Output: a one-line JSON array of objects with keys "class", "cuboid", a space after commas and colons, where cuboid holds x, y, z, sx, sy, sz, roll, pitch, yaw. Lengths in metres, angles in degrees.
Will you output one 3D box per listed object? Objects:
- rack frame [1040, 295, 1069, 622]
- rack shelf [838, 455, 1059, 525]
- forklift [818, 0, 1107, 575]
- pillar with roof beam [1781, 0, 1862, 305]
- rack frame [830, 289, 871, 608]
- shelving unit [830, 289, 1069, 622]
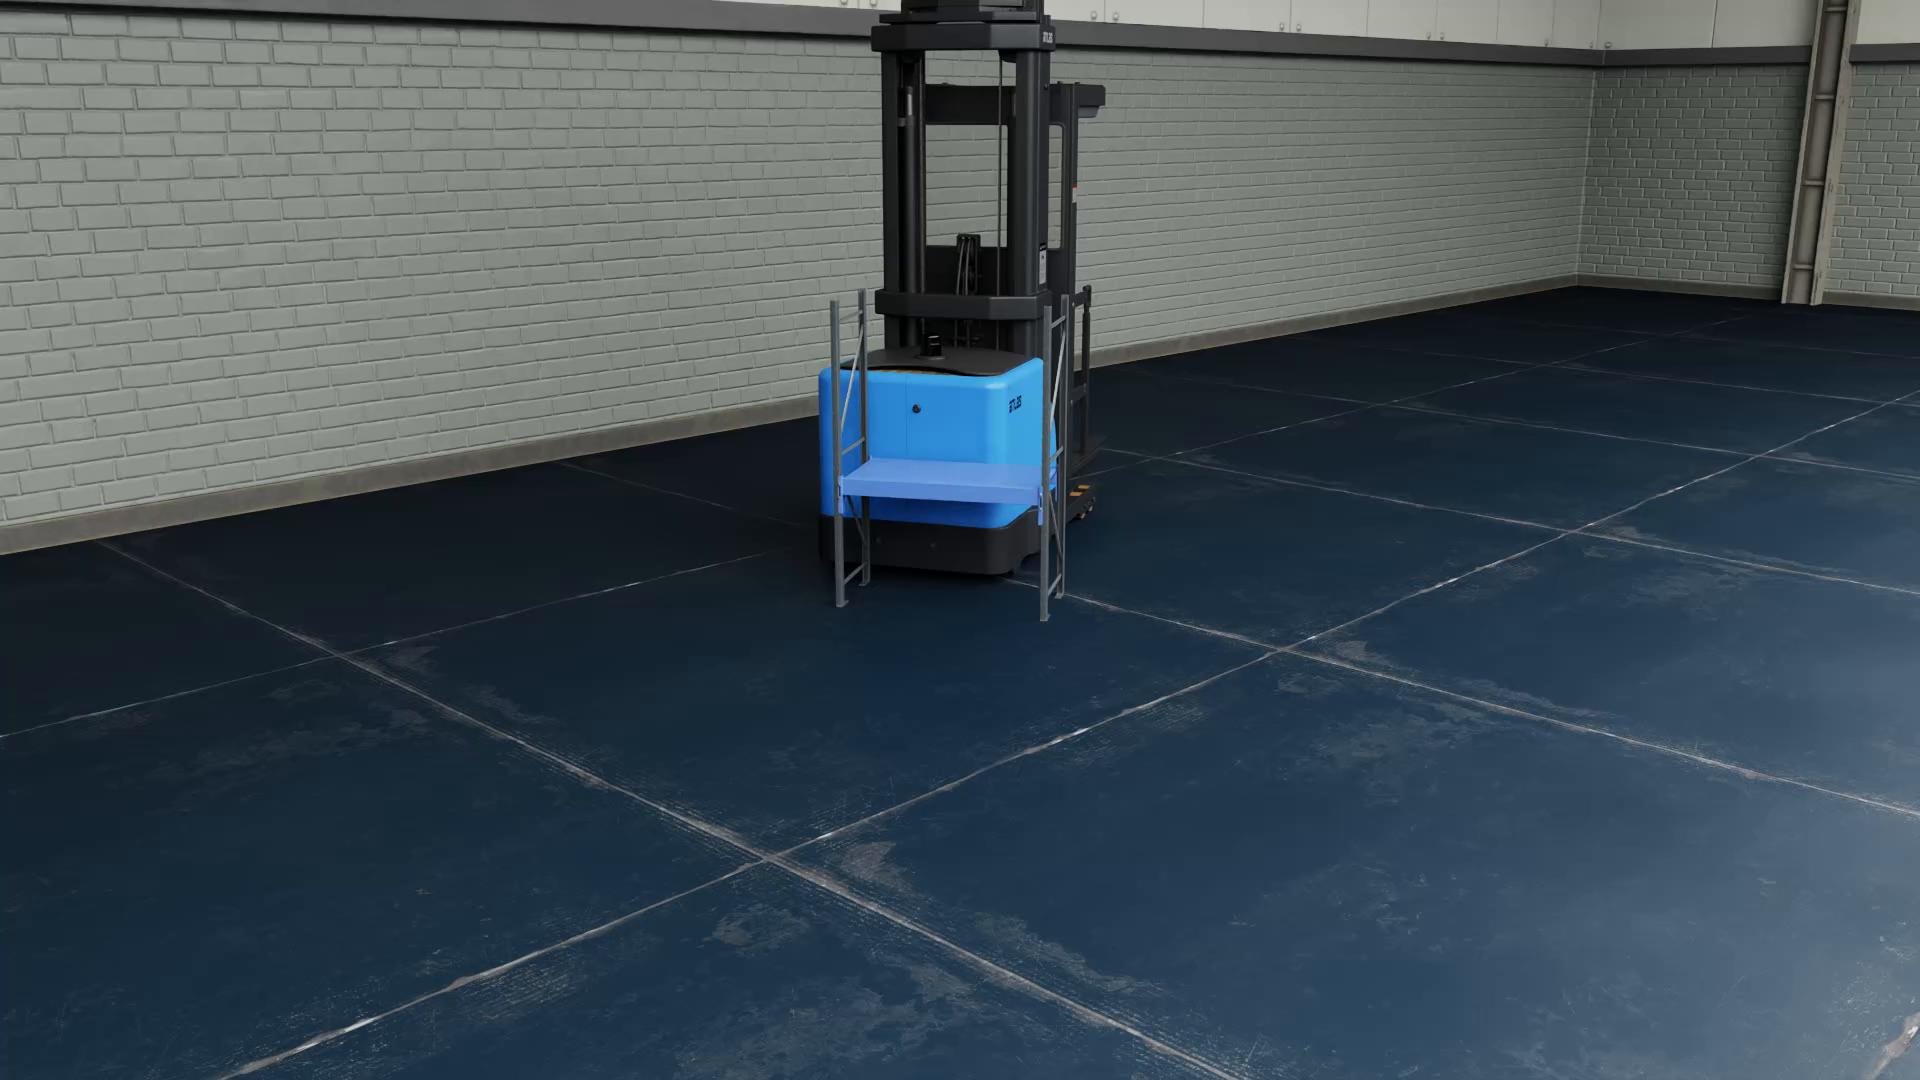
[{"class": "rack frame", "cuboid": [0.453, -0.395, 7.971, 0.032, 1.500, 0.500, 3, 15, 13]}, {"class": "rack shelf", "cuboid": [-0.042, -0.251, 8.131, 1.000, 0.185, 0.538, 3, 15, 13]}, {"class": "forklift", "cuboid": [0.195, -1.568, 9.638, 1.130, 2.935, 3.031, 5, 15, 17]}, {"class": "pillar with roof beam", "cuboid": [7.542, -6.538, 16.677, 0.400, 9.000, 9.100, 14, 20, 42]}, {"class": "rack frame", "cuboid": [-0.536, -0.455, 8.200, 0.032, 1.500, 0.500, 3, 15, 13]}, {"class": "shelving unit", "cuboid": [-0.042, -0.425, 8.085, 1.048, 1.500, 0.538, 3, 15, 13]}]
